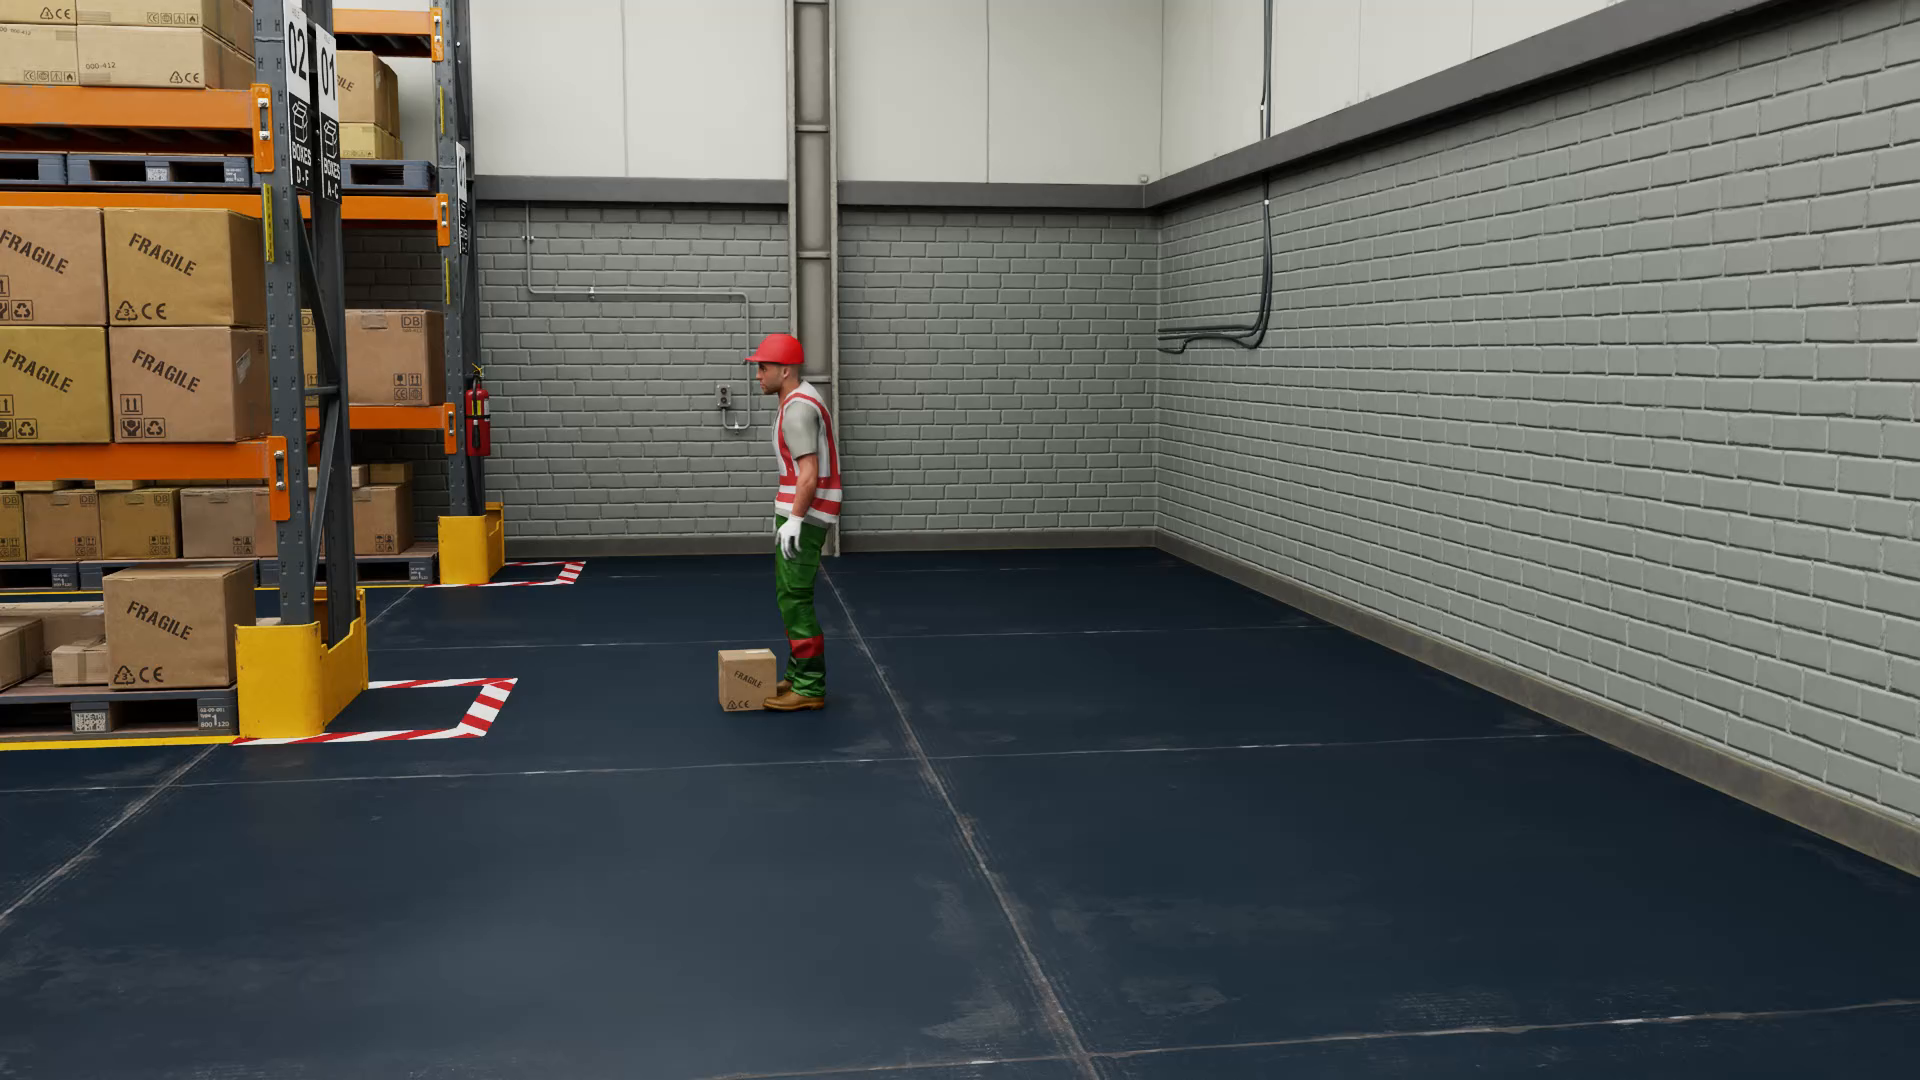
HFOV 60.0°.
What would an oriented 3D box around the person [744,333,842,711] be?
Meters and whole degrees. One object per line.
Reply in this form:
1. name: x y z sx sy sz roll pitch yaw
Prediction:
1. person: -0.793 -0.090 7.946 0.449 1.779 0.608 -1 6 -8
